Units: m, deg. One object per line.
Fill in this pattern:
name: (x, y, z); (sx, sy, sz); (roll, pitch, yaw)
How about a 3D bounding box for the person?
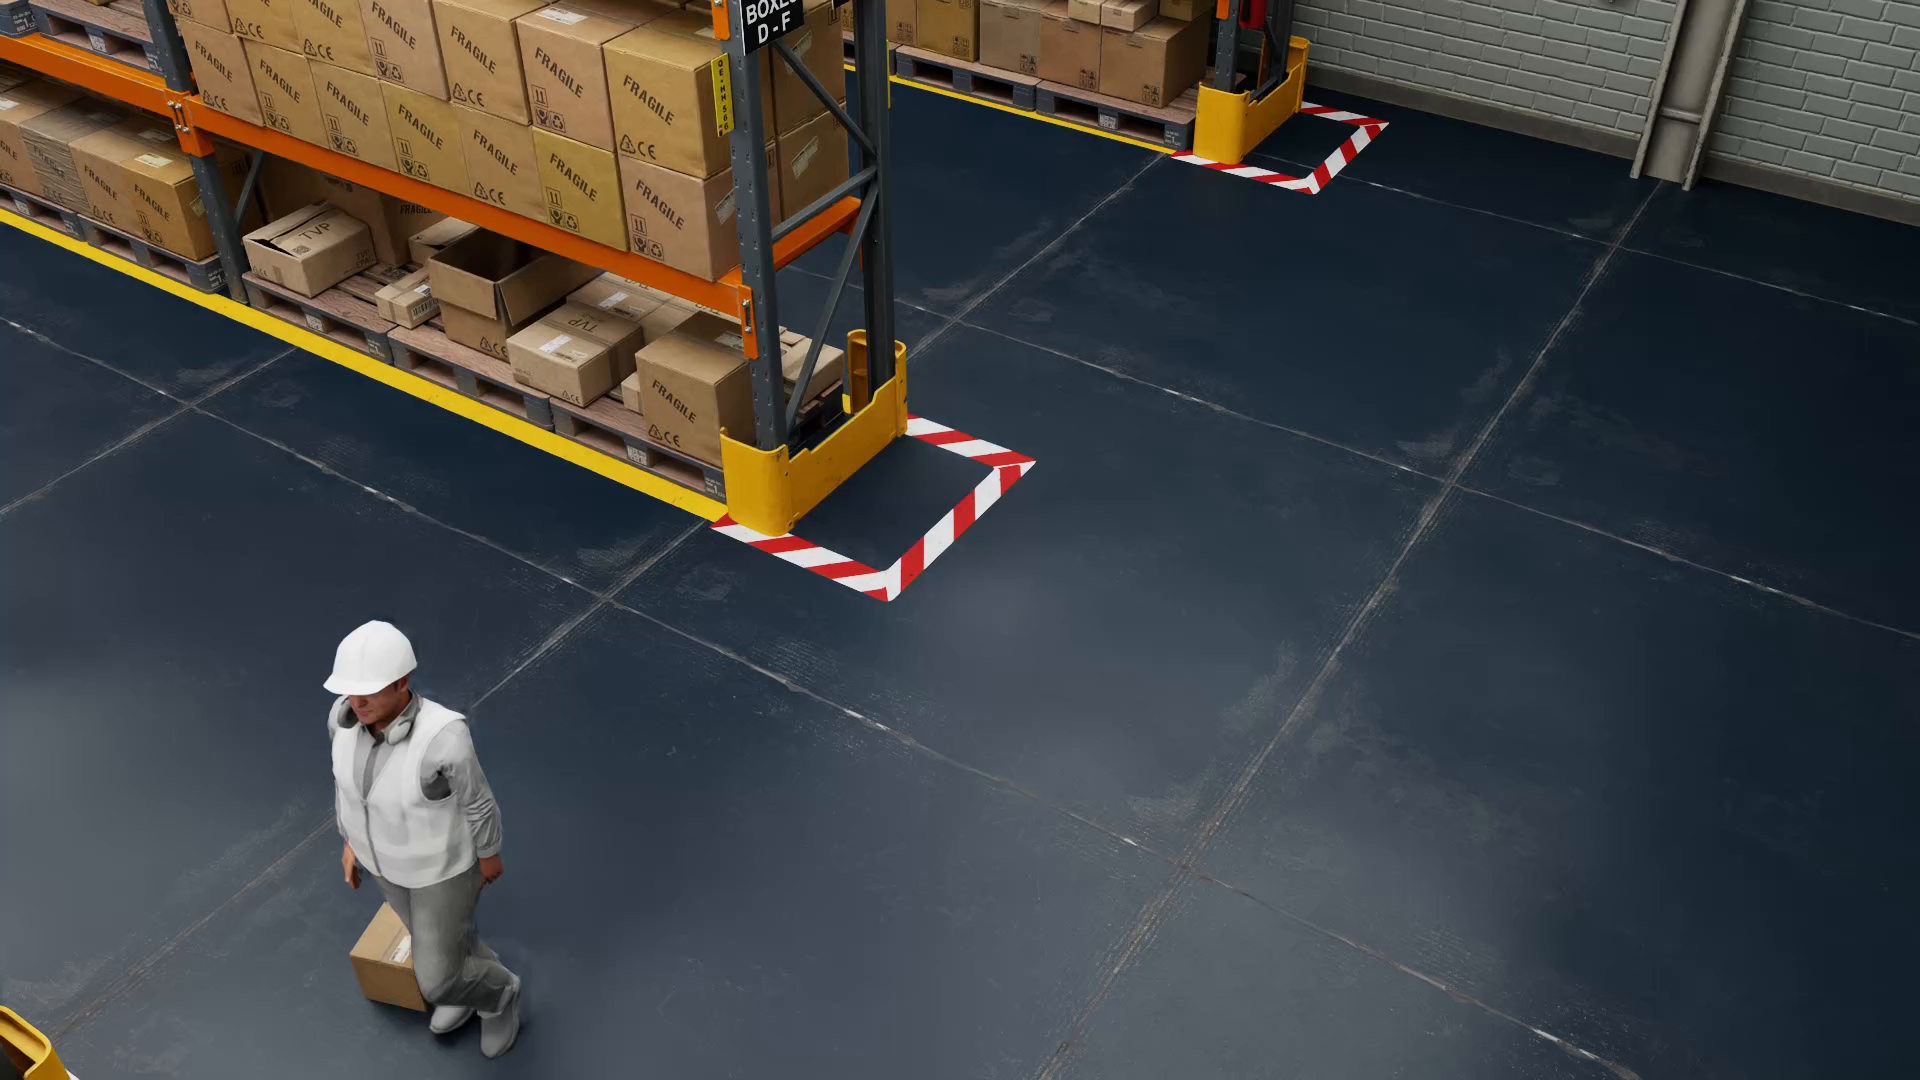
person: (-1.758, 1.027, 5.353); (0.540, 1.812, 0.462); (17, 41, 21)
